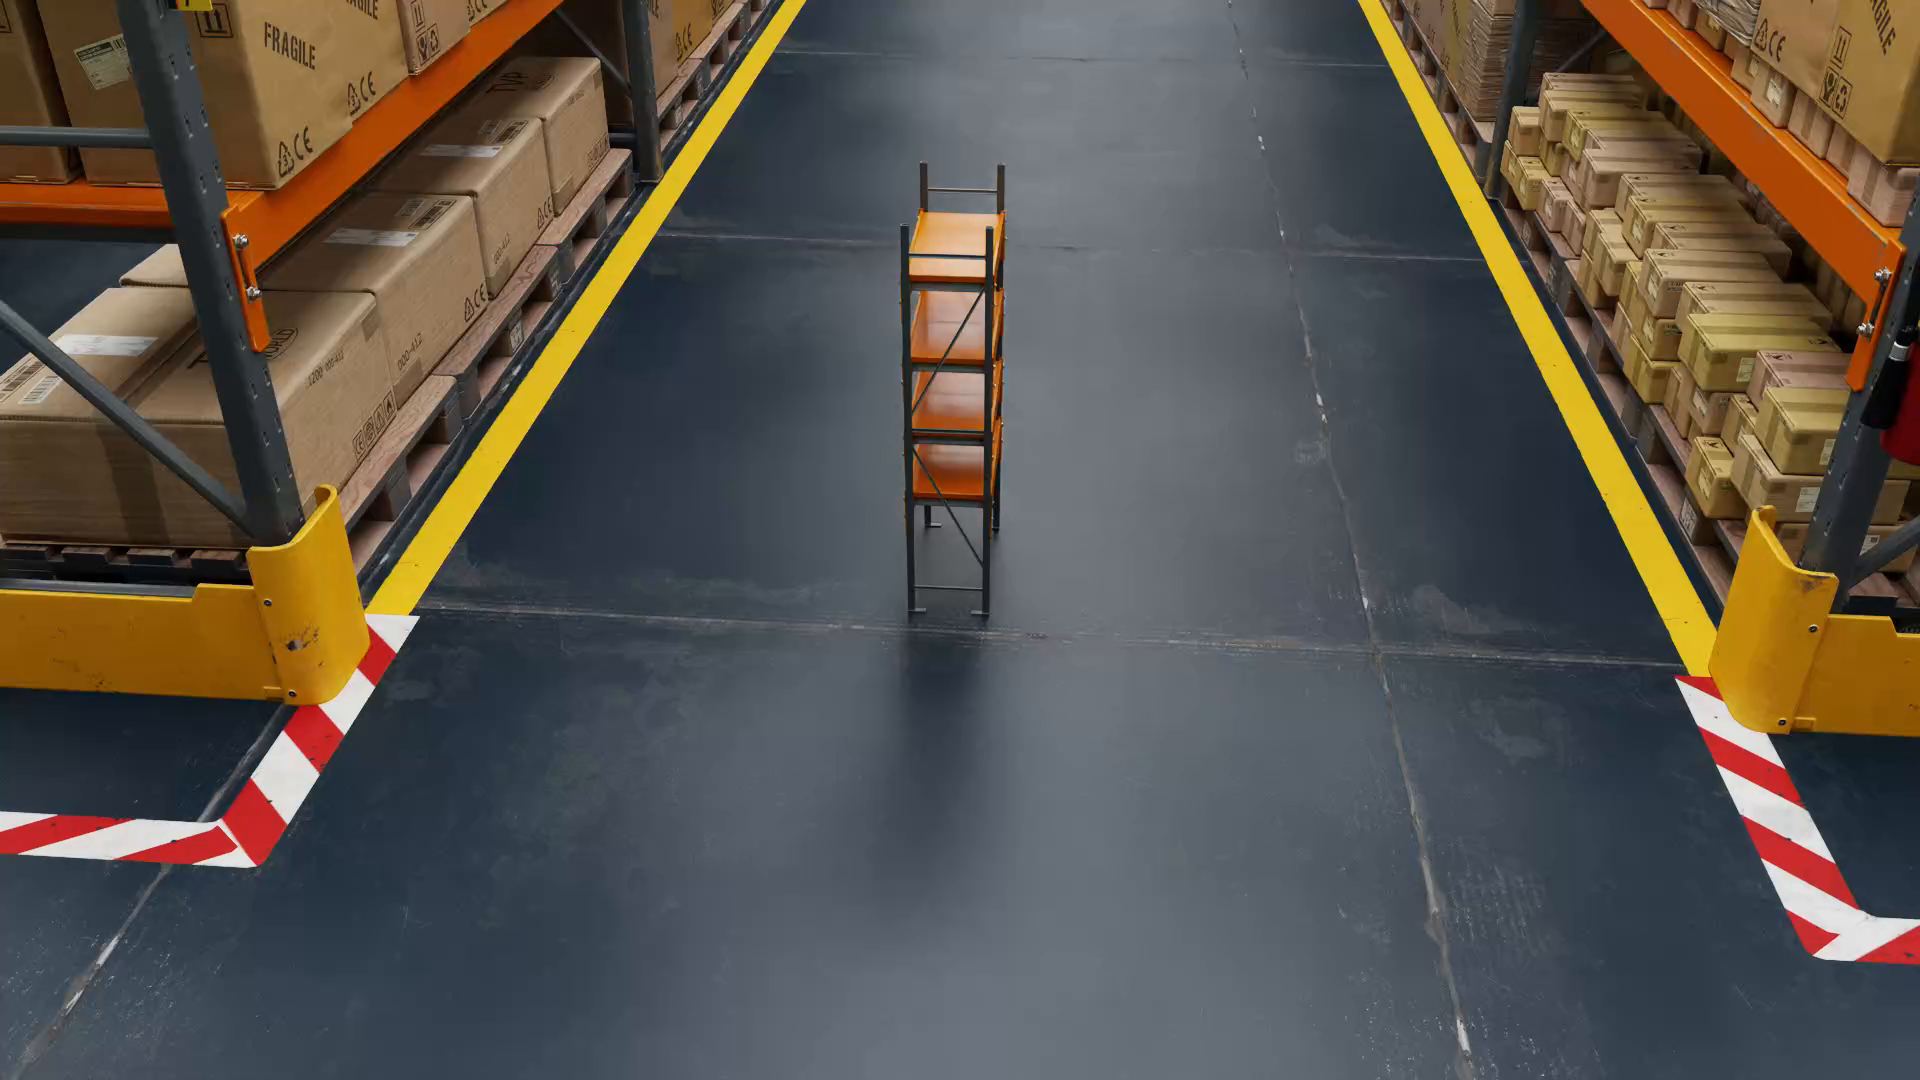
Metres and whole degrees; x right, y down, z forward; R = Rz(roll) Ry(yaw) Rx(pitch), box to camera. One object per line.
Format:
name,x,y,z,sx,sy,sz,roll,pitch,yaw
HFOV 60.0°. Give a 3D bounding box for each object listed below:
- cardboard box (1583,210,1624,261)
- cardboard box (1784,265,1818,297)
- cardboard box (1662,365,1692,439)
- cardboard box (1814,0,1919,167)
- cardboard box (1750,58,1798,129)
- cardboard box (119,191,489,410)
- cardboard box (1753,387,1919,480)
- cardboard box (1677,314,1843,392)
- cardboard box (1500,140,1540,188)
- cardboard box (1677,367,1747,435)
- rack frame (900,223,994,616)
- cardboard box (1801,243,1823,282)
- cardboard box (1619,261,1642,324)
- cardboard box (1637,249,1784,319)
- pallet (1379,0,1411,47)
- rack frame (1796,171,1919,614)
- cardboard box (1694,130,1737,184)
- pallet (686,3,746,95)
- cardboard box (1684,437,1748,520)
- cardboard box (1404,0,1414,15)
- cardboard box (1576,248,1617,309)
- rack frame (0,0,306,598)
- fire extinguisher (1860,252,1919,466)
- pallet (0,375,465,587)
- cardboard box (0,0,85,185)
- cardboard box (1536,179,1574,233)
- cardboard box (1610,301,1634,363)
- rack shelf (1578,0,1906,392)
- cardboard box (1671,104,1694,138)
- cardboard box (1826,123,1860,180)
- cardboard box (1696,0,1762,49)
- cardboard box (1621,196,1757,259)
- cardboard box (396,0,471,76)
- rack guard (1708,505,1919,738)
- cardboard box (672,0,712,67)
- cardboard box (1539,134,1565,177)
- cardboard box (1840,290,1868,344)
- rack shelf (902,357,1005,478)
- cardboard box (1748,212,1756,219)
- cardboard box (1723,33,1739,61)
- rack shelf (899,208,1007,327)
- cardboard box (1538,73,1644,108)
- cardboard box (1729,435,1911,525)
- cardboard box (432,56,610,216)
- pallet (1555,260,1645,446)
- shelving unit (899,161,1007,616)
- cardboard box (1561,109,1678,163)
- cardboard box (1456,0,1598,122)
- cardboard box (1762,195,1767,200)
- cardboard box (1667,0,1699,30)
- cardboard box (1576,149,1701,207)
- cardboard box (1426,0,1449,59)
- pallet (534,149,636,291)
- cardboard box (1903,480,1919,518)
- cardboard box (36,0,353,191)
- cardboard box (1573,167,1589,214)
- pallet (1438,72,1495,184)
cardboard box,2.573,-1.121,6.243,0.380,0.149,0.250,2,32,4
cardboard box,3.011,-0.835,5.779,0.380,0.149,0.250,4,32,7
cardboard box,2.535,-0.444,5.428,0.380,0.149,0.250,3,32,4
cardboard box,2.445,-1.207,3.971,0.500,0.500,0.500,3,32,5
cardboard box,2.471,-1.262,4.678,0.380,0.149,0.250,3,32,5
cardboard box,-2.256,-0.867,5.839,0.875,0.438,0.875,3,32,5
cardboard box,2.456,-0.298,4.624,0.380,0.149,0.250,3,32,5
cardboard box,2.428,-0.568,5.062,0.380,0.149,0.250,2,32,3
cardboard box,2.641,-1.672,7.421,0.380,0.149,0.250,1,32,2
cardboard box,2.464,-0.443,5.144,0.380,0.149,0.250,1,32,2
rack frame,-0.033,-0.297,4.588,0.240,1.200,0.015,2,32,4
cardboard box,3.134,-0.959,5.696,0.380,0.149,0.250,3,32,5
cardboard box,2.533,-0.848,5.801,0.380,0.149,0.250,4,32,6
cardboard box,2.479,-0.843,5.509,0.380,0.149,0.250,4,32,6
pallet,3.252,-3.379,10.532,1.003,0.211,1.213,2,32,4
rack frame,2.665,-0.792,3.676,1.000,3.000,0.127,2,32,4
cardboard box,3.128,-1.506,6.585,0.380,0.149,0.250,3,32,6
pallet,-1.866,-2.901,9.756,1.003,0.211,1.213,2,32,4
cardboard box,2.420,-0.180,5.000,0.380,0.149,0.250,3,32,5
cardboard box,2.967,-3.468,10.000,0.500,0.500,0.500,3,32,5
cardboard box,2.576,-0.992,6.317,0.380,0.149,0.250,2,32,3
rack frame,-2.276,-0.950,3.933,1.000,3.000,0.127,2,32,4
fire extinguisher,2.185,-0.488,3.612,0.296,0.674,0.183,2,32,4
pallet,-2.289,-0.185,5.349,1.003,0.211,1.213,2,32,4
cardboard box,-2.501,-1.256,4.334,0.500,0.500,0.500,3,32,4
cardboard box,2.651,-1.400,6.980,0.380,0.149,0.250,2,32,4
cardboard box,2.535,-0.722,5.880,0.380,0.149,0.250,3,32,5
rack shelf,2.828,-1.531,5.561,1.077,0.370,4.000,2,32,4
cardboard box,3.240,-1.769,7.012,0.380,0.149,0.250,3,32,5
cardboard box,2.468,-0.996,4.246,0.380,0.149,0.250,2,32,4
cardboard box,2.524,-1.742,4.838,0.500,0.500,0.500,3,32,4
cardboard box,2.604,-1.114,5.949,0.380,0.149,0.250,3,32,4
cardboard box,-1.878,-1.763,5.156,0.500,0.500,0.500,2,32,4
rack guard,2.672,0.233,4.396,1.175,0.500,0.348,2,32,4
cardboard box,-1.914,-3.116,9.073,0.875,0.875,0.875,3,32,5
cardboard box,2.711,-1.663,7.123,0.380,0.149,0.250,3,32,4
cardboard box,3.035,-0.678,5.242,0.380,0.149,0.250,1,32,2
rack shelf,-0.013,-0.367,4.830,0.258,0.148,0.480,2,32,4
cardboard box,3.107,-1.114,6.232,0.380,0.149,0.250,1,32,2
cardboard box,2.603,-1.537,5.125,0.380,0.149,0.250,1,32,2
rack shelf,-0.013,-0.759,4.589,0.258,0.148,0.480,2,32,4
cardboard box,2.757,-1.930,7.273,0.380,0.149,0.250,4,32,6
cardboard box,2.424,-0.172,4.703,0.380,0.149,0.250,2,32,3
cardboard box,-2.109,-1.806,7.364,0.875,0.438,0.875,2,32,3
pallet,2.875,-0.704,6.191,1.003,0.211,1.213,2,32,4
shelving unit,-0.013,-0.424,4.795,0.258,1.200,0.503,2,32,4
cardboard box,2.704,-1.655,6.826,0.380,0.149,0.250,2,32,3
cardboard box,2.800,-2.396,8.261,0.500,0.500,0.500,2,32,3
cardboard box,3.189,-1.219,6.120,0.380,0.149,0.250,1,32,2
cardboard box,2.607,-1.809,5.566,0.380,0.149,0.250,4,32,6
cardboard box,2.603,-1.388,6.393,0.380,0.149,0.250,3,32,5
cardboard box,2.888,-2.932,9.131,0.500,0.500,0.500,2,32,3
pallet,-2.091,-1.461,7.419,1.003,0.211,1.213,2,32,4
cardboard box,2.967,-0.158,4.964,0.380,0.149,0.250,2,32,4
cardboard box,-1.951,-1.232,4.294,0.500,0.500,0.500,2,32,4
cardboard box,2.703,-1.393,6.685,0.380,0.149,0.250,1,32,1
pallet,3.053,-2.103,8.462,1.003,0.211,1.213,2,32,4
